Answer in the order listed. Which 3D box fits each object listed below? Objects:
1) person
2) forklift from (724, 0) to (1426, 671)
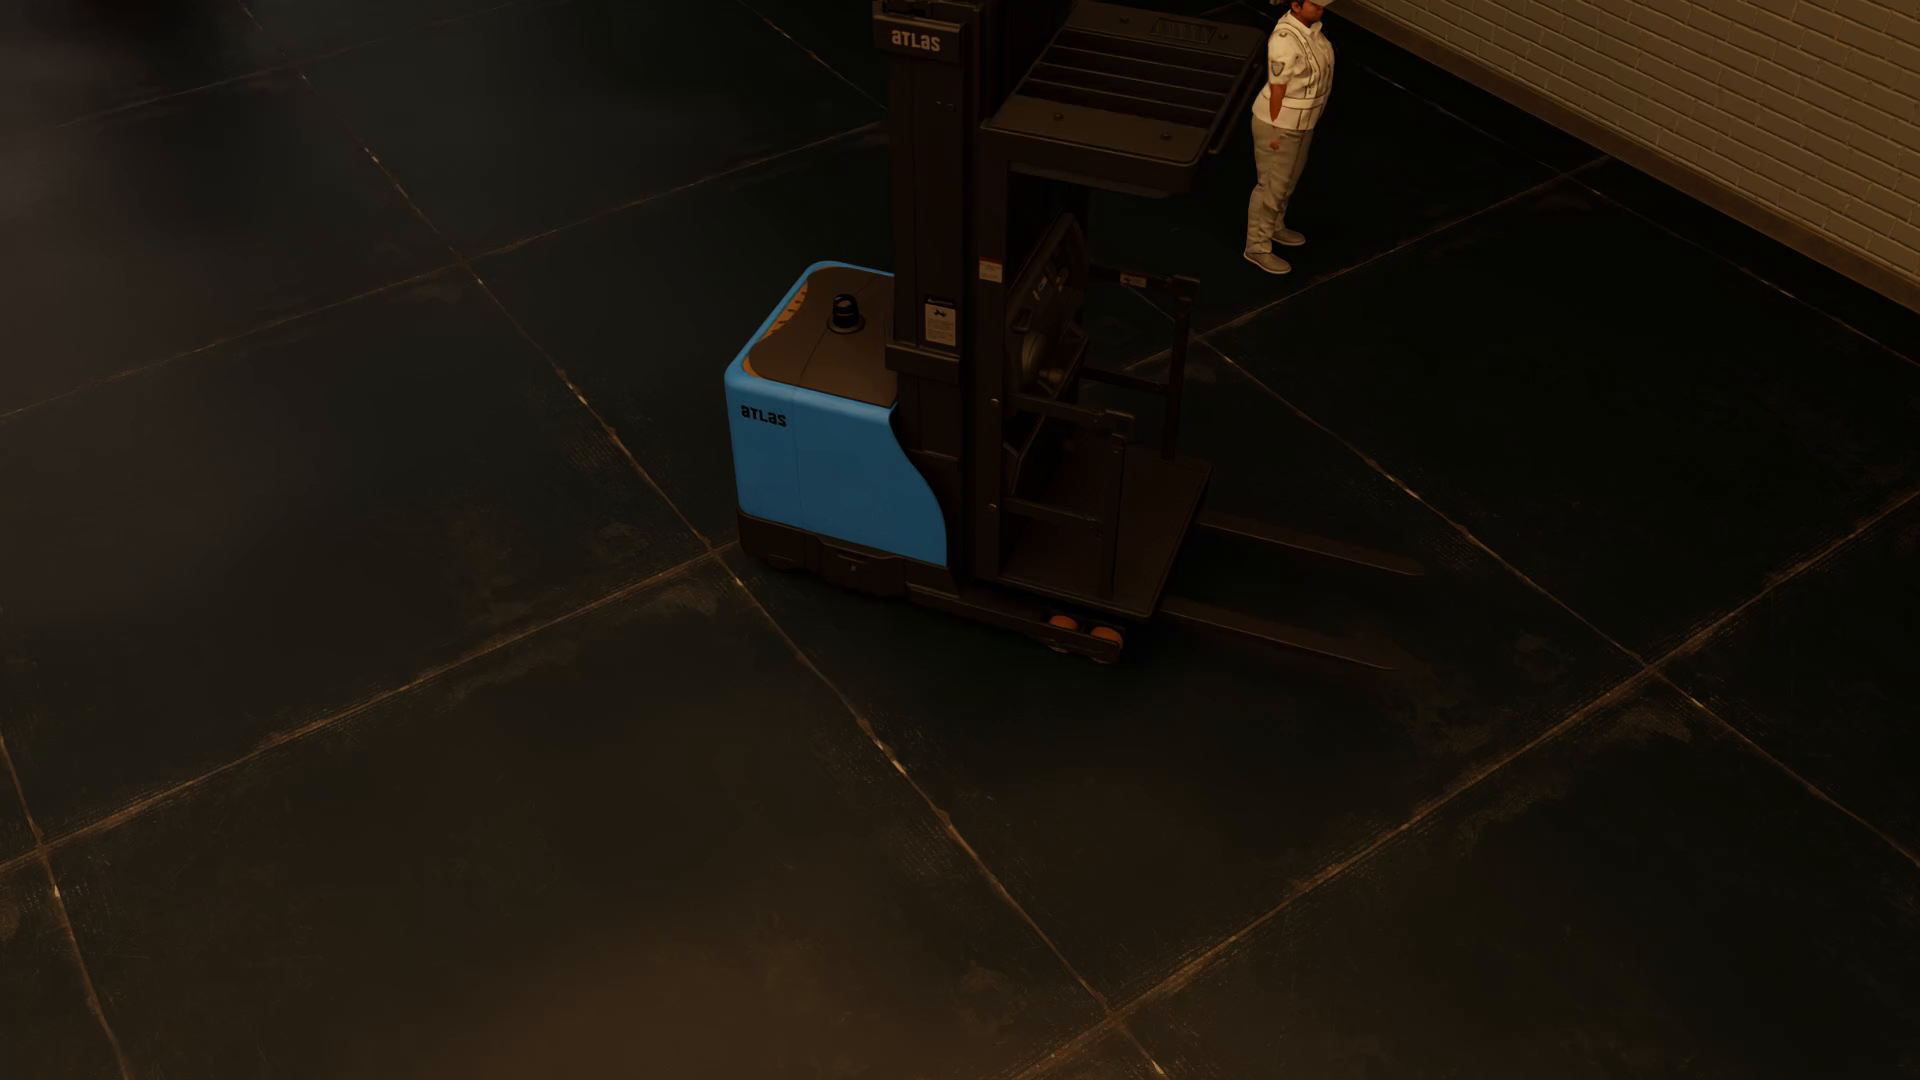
[{"bbox_3d":[1.811,-2.310,9.162,0.395,1.668,0.487,18,46,19],"label":"person"},{"bbox_3d":[0.545,-0.946,6.742,3.031,2.935,1.130,14,45,15],"label":"forklift"}]
